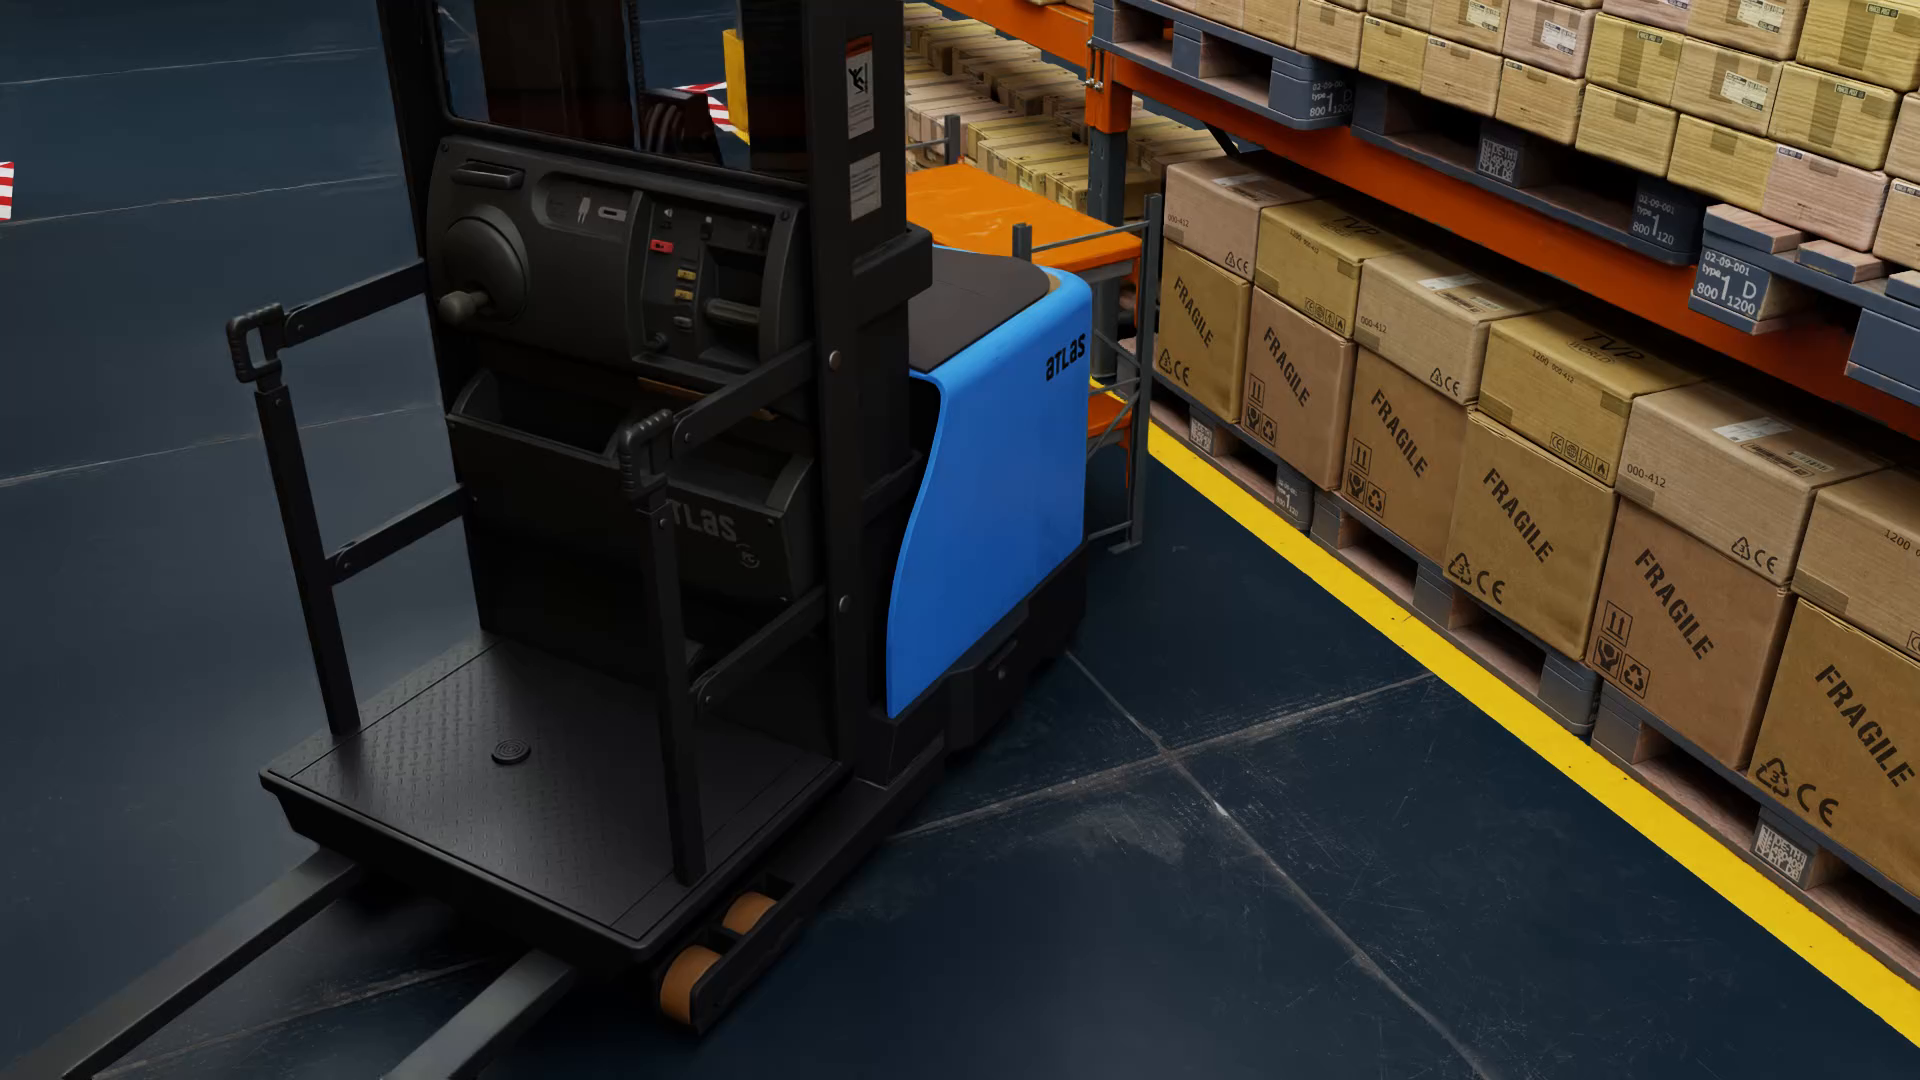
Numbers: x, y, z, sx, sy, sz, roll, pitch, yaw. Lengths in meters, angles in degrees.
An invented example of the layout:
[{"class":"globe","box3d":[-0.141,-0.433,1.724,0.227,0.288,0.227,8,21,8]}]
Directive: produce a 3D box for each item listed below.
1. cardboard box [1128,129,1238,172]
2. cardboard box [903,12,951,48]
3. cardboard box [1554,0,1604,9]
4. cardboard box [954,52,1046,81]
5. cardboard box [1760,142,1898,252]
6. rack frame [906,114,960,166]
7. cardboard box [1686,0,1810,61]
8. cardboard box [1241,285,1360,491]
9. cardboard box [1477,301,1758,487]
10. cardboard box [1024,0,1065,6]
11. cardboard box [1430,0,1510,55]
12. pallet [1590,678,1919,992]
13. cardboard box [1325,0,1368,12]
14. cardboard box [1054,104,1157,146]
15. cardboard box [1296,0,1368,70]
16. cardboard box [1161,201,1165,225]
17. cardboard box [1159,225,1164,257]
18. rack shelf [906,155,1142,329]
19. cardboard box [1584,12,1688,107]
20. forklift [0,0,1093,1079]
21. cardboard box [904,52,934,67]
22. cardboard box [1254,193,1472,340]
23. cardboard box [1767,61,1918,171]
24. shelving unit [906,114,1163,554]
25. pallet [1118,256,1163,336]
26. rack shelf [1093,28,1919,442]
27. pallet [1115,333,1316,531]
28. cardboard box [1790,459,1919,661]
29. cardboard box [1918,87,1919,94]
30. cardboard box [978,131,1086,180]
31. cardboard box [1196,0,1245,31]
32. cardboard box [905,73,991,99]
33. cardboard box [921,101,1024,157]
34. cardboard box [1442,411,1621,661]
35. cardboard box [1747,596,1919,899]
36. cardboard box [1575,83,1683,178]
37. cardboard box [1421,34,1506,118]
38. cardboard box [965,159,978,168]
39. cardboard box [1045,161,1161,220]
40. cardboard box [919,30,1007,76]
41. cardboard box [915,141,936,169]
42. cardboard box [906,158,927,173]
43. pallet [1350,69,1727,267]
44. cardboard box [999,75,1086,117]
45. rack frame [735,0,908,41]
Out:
[{"class":"cardboard box","box3d":[0.916,-1.574,6.867,0.380,0.149,0.250,-11,31,-20]},{"class":"cardboard box","box3d":[-0.264,-2.708,8.889,0.380,0.149,0.250,-12,32,-21]},{"class":"cardboard box","box3d":[1.481,-1.303,3.726,0.380,0.149,0.250,-12,31,-20]},{"class":"cardboard box","box3d":[0.195,-2.245,8.065,0.380,0.149,0.250,-14,32,-24]},{"class":"cardboard box","box3d":[1.816,-0.697,3.253,0.380,0.149,0.250,-13,32,-21]},{"class":"rack frame","box3d":[-0.214,-0.828,5.577,0.500,1.125,0.032,-18,34,-29]},{"class":"cardboard box","box3d":[1.698,-1.076,3.321,0.380,0.149,0.250,-12,31,-21]},{"class":"cardboard box","box3d":[1.248,-0.523,5.241,0.500,0.500,0.500,-12,31,-20]},{"class":"cardboard box","box3d":[1.698,-0.394,4.245,0.500,0.250,0.500,-12,32,-21]},{"class":"cardboard box","box3d":[0.398,-2.104,6.191,0.380,0.149,0.250,-14,32,-23]},{"class":"cardboard box","box3d":[1.369,-1.287,4.002,0.380,0.149,0.250,-14,32,-23]},{"class":"pallet","box3d":[2.325,0.593,3.977,1.003,0.211,1.213,-13,32,-22]},{"class":"cardboard box","box3d":[1.149,-1.517,4.411,0.380,0.149,0.250,-12,31,-20]},{"class":"cardboard box","box3d":[0.630,-1.786,7.245,0.380,0.149,0.250,-14,32,-23]},{"class":"cardboard box","box3d":[1.140,-1.392,4.493,0.380,0.149,0.250,-15,32,-24]},{"class":"cardboard box","box3d":[0.885,-1.435,6.923,0.380,0.149,0.250,-13,32,-22]},{"class":"cardboard box","box3d":[0.961,-1.331,7.042,0.380,0.149,0.250,-12,31,-21]},{"class":"rack shelf","box3d":[0.071,-0.878,5.067,0.538,0.278,1.000,-18,34,-29]},{"class":"cardboard box","box3d":[1.592,-1.058,3.594,0.380,0.149,0.250,-13,32,-22]},{"class":"forklift","box3d":[-0.827,-0.526,3.192,1.130,2.935,3.031,16,33,26]},{"class":"cardboard box","box3d":[-0.346,-2.257,8.086,0.380,0.149,0.250,-12,31,-20]},{"class":"cardboard box","box3d":[1.251,-0.849,5.056,0.500,0.250,0.500,-12,32,-21]},{"class":"cardboard box","box3d":[1.804,-0.837,3.200,0.380,0.149,0.250,-12,32,-21]},{"class":"shelving unit","box3d":[0.071,-0.622,5.210,0.538,1.125,1.048,-18,34,-29]},{"class":"pallet","box3d":[0.621,-1.118,7.028,1.003,0.211,1.213,-13,32,-22]},{"class":"rack shelf","box3d":[1.800,-0.848,4.431,1.077,0.370,4.000,-13,32,-22]},{"class":"pallet","box3d":[1.277,-0.485,5.900,1.003,0.211,1.213,-13,32,-22]},{"class":"cardboard box","box3d":[2.128,0.055,3.445,0.500,0.250,0.500,-14,32,-23]},{"class":"cardboard box","box3d":[1.929,-0.843,2.906,0.380,0.149,0.250,-13,32,-23]},{"class":"cardboard box","box3d":[0.295,-1.560,6.842,0.380,0.149,0.250,-13,32,-22]},{"class":"cardboard box","box3d":[0.923,-1.616,4.892,0.380,0.149,0.250,-13,32,-22]},{"class":"cardboard box","box3d":[-0.080,-2.040,7.699,0.380,0.149,0.250,-13,32,-22]},{"class":"cardboard box","box3d":[0.054,-1.791,7.254,0.380,0.149,0.250,-15,32,-24]},{"class":"cardboard box","box3d":[1.679,-0.067,4.429,0.500,0.500,0.500,-15,32,-24]},{"class":"cardboard box","box3d":[2.140,0.393,3.608,0.500,0.500,0.500,-13,32,-22]},{"class":"cardboard box","box3d":[1.595,-0.926,3.662,0.380,0.149,0.250,-15,32,-24]},{"class":"cardboard box","box3d":[1.366,-1.161,4.080,0.380,0.149,0.250,-15,32,-24]},{"class":"cardboard box","box3d":[0.242,-1.550,7.128,0.380,0.149,0.250,-13,32,-22]},{"class":"cardboard box","box3d":[0.554,-1.347,6.462,0.380,0.149,0.250,-12,31,-21]},{"class":"cardboard box","box3d":[0.016,-2.492,8.505,0.380,0.149,0.250,-14,32,-24]},{"class":"cardboard box","box3d":[0.018,-1.781,7.541,0.380,0.149,0.250,-15,32,-24]},{"class":"cardboard box","box3d":[-0.030,-1.673,7.652,0.380,0.149,0.250,-12,32,-21]},{"class":"pallet","box3d":[1.772,-1.060,4.270,1.003,0.211,1.213,-13,32,-22]},{"class":"cardboard box","box3d":[0.403,-2.019,7.660,0.380,0.149,0.250,-14,32,-24]},{"class":"rack frame","box3d":[-0.776,-3.812,8.981,1.000,3.000,0.127,-13,32,-22]}]
